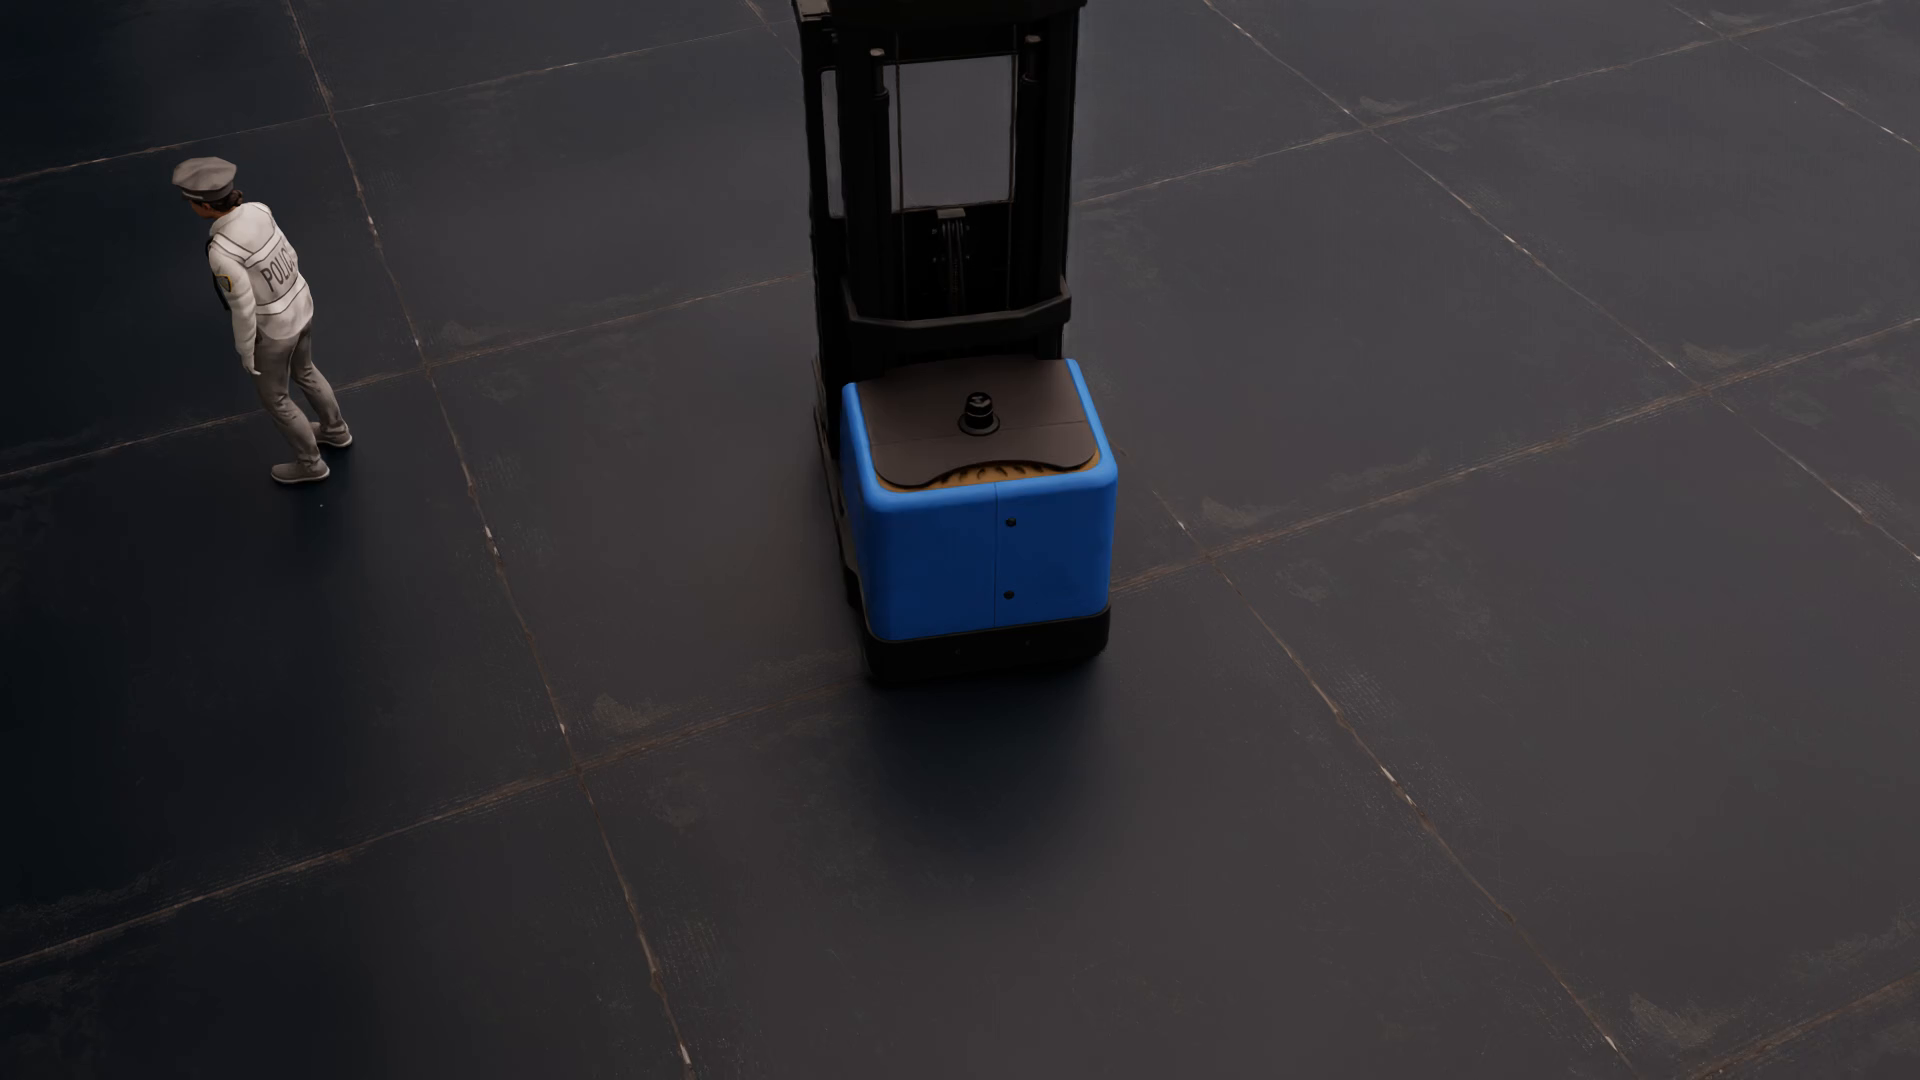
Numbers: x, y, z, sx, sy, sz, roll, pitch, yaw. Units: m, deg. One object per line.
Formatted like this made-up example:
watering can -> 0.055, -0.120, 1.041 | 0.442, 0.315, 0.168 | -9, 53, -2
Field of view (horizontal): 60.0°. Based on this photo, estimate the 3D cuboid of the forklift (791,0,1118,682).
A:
forklift -> -0.125, -1.484, 7.270 | 1.130, 2.935, 3.031 | -7, 43, -8

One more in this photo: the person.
person -> -3.183, -0.991, 7.674 | 0.375, 1.662, 0.528 | 7, 43, 7
